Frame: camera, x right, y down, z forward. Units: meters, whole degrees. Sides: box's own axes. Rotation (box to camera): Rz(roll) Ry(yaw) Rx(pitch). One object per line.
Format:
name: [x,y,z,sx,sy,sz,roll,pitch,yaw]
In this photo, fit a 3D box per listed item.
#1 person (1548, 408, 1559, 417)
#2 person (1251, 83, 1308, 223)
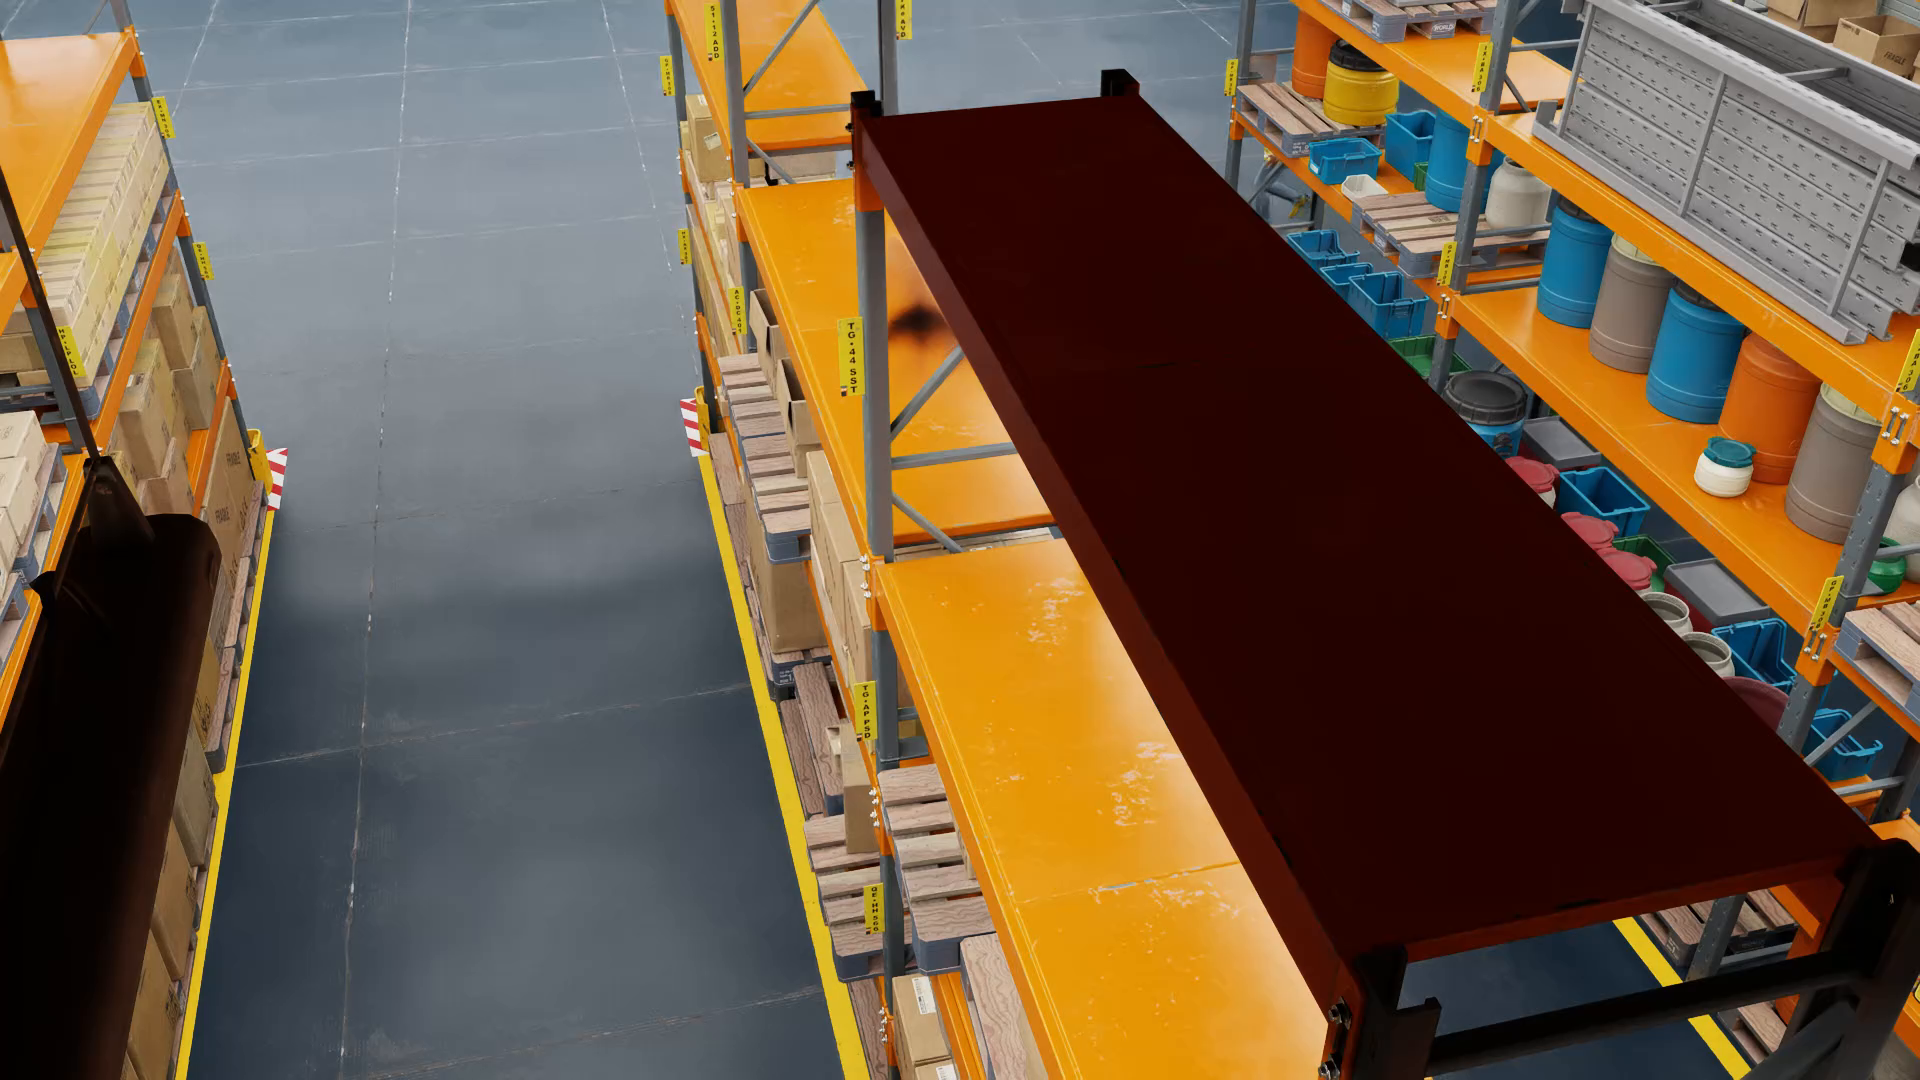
person: [5.230,-1.227,14.342,0.663,1.748,0.780,-12,36,-16]
person: [3.652,-4.358,18.917,0.733,1.732,0.708,5,35,7]
